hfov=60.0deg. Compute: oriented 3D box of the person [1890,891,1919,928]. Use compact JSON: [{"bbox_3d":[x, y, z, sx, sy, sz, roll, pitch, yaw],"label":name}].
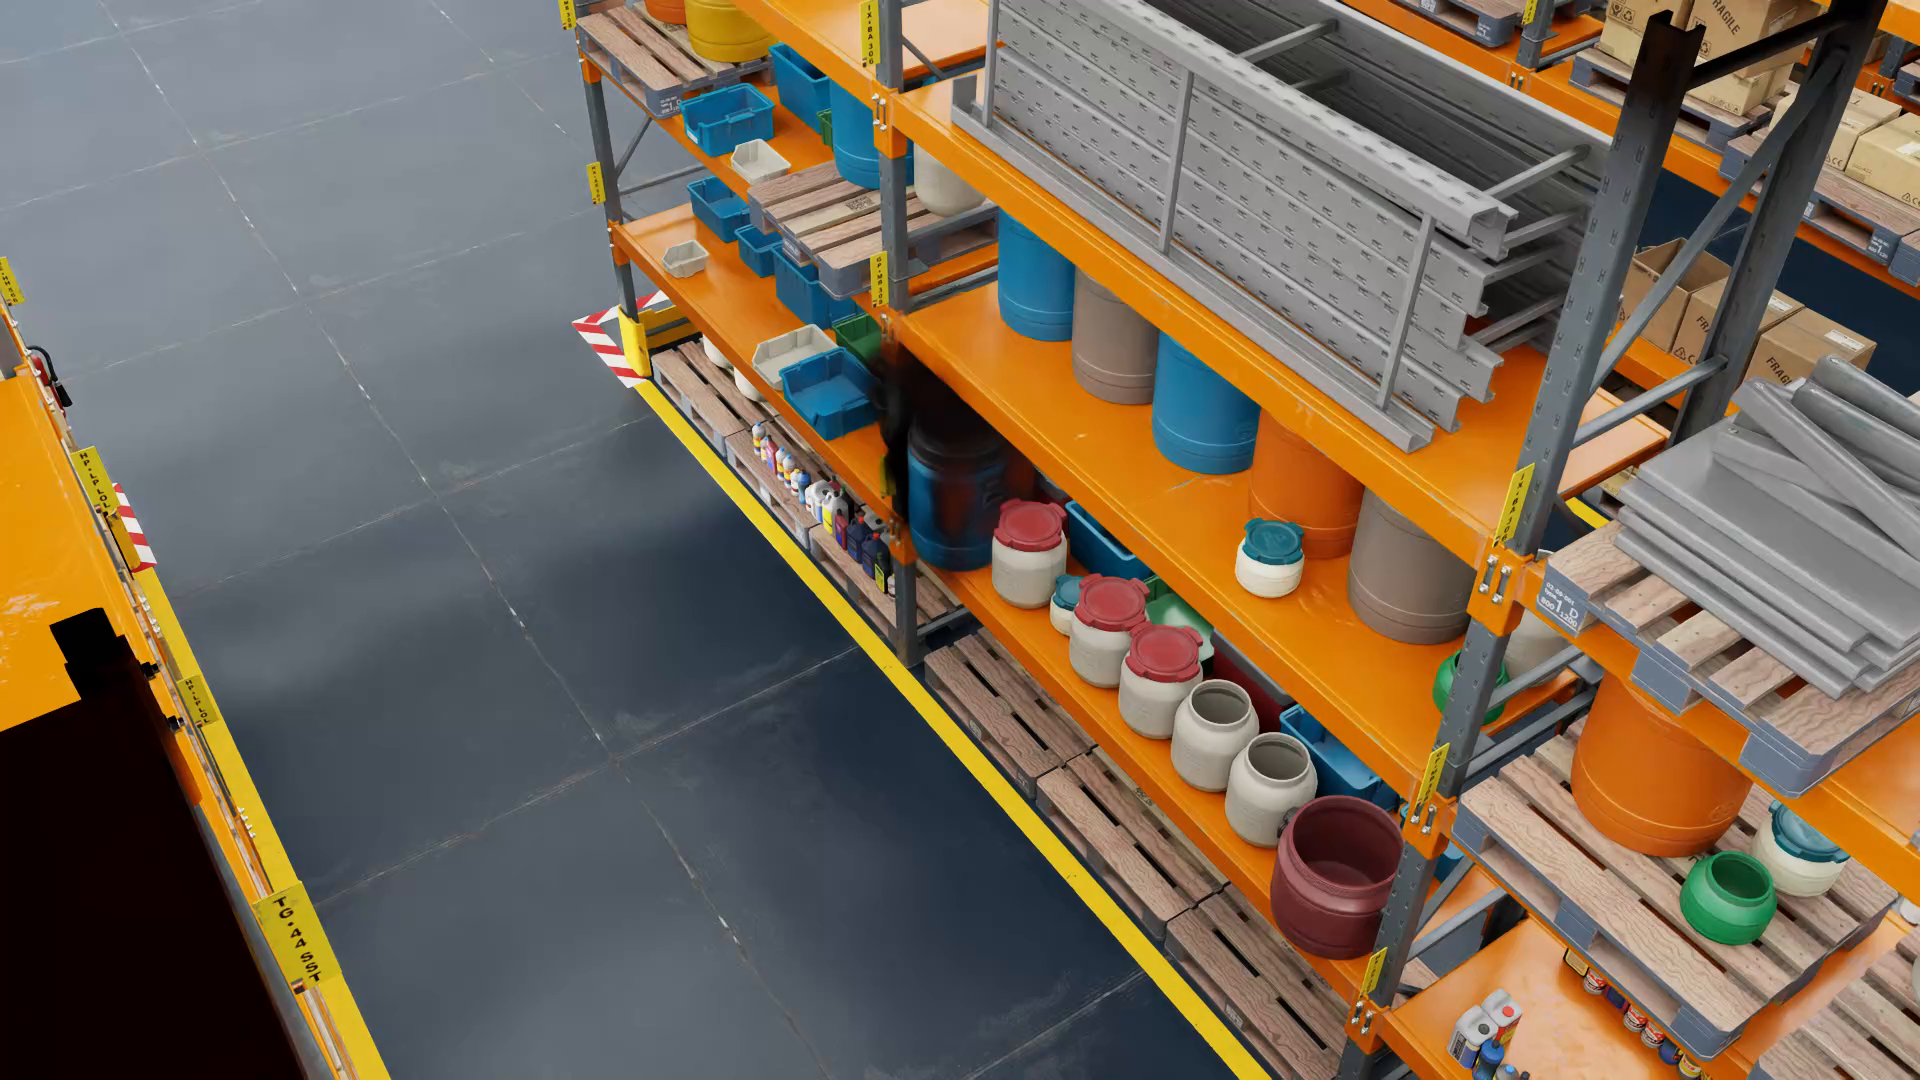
[{"bbox_3d":[4.827,1.910,8.431,0.713,1.739,1.003,-26,48,-25],"label":"person"}]
